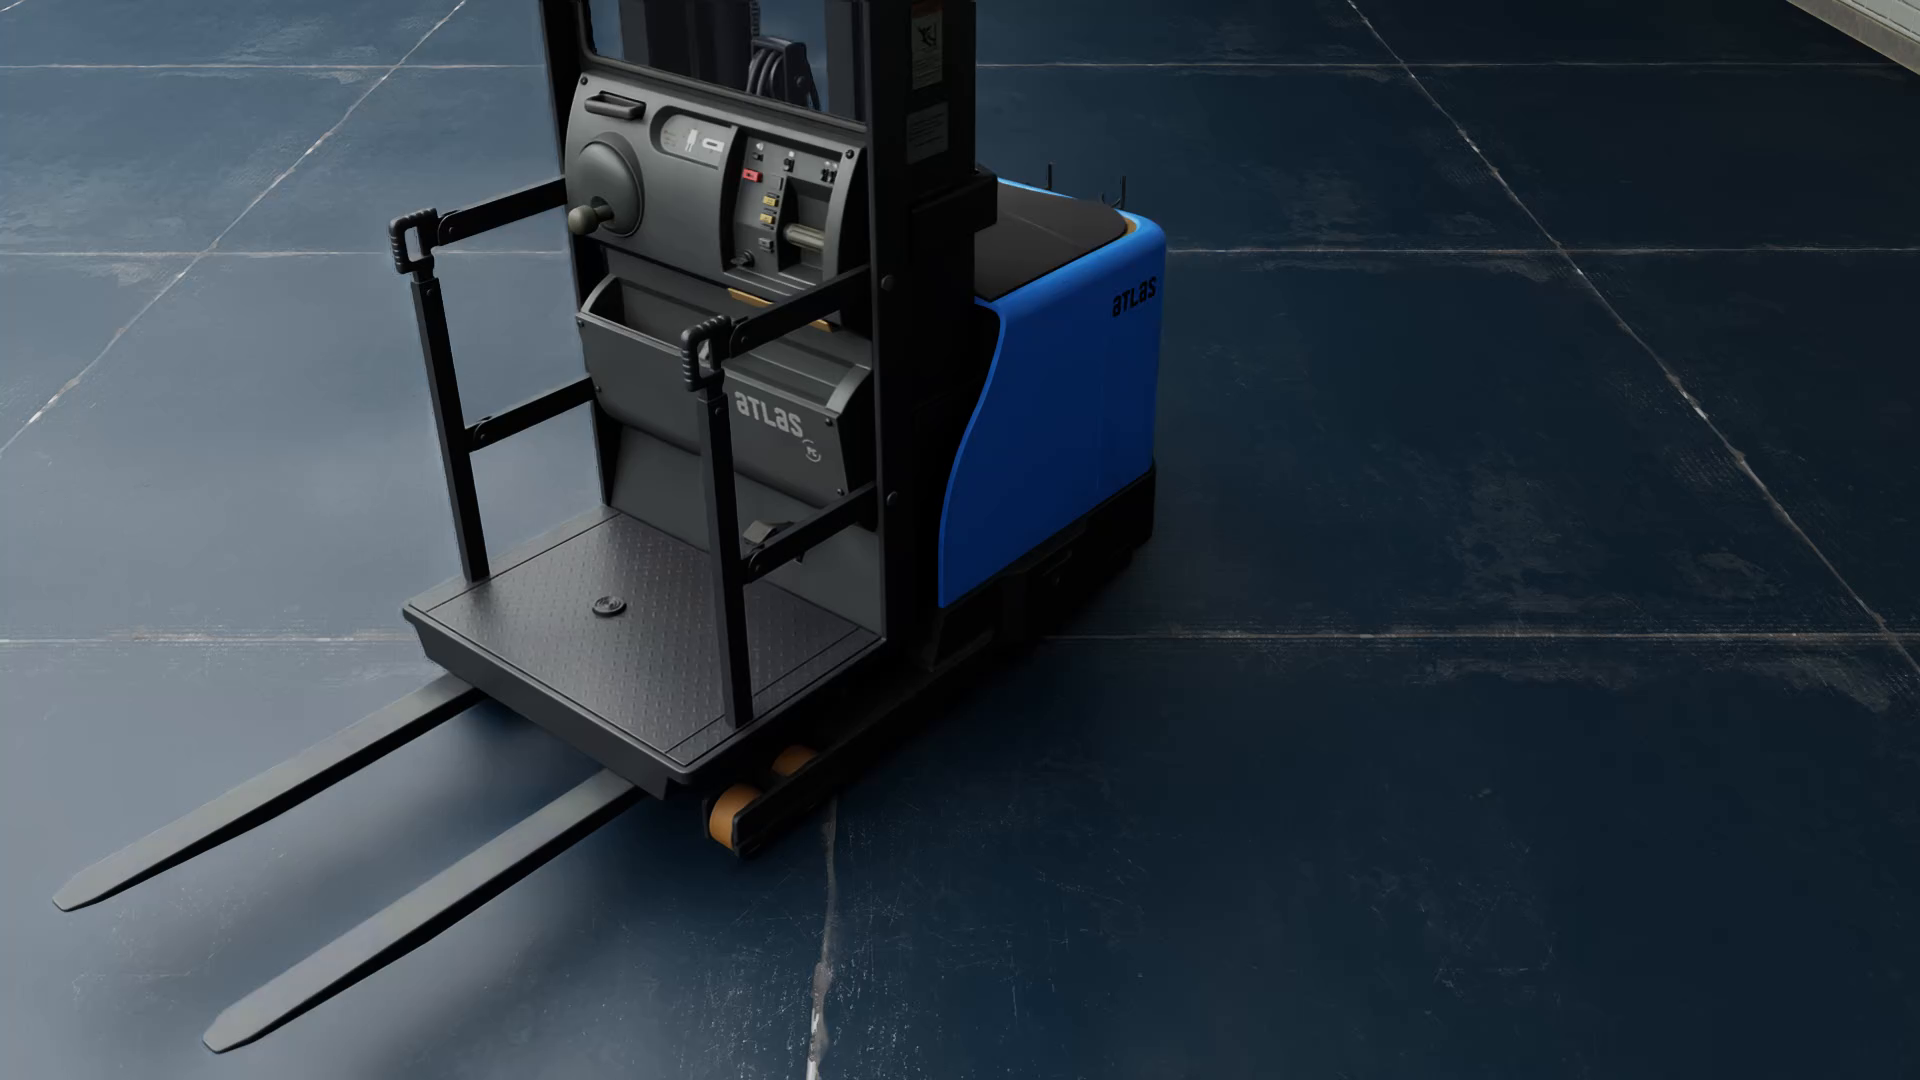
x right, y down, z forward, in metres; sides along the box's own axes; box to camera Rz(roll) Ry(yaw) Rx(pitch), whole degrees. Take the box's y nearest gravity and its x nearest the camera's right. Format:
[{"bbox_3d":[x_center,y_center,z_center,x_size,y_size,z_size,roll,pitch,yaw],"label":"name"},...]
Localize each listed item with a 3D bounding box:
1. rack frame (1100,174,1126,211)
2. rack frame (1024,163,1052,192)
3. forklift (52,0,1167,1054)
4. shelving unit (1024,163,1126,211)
[{"bbox_3d":[0.460,-0.617,5.255,0.008,1.050,0.200,14,34,22],"label":"rack frame"},{"bbox_3d":[0.240,-0.672,5.345,0.008,1.050,0.200,14,34,22],"label":"rack frame"},{"bbox_3d":[-0.727,-0.793,3.731,1.130,2.935,3.031,23,38,33],"label":"forklift"},{"bbox_3d":[0.350,-0.644,5.300,0.252,1.050,0.215,14,34,22],"label":"shelving unit"}]
